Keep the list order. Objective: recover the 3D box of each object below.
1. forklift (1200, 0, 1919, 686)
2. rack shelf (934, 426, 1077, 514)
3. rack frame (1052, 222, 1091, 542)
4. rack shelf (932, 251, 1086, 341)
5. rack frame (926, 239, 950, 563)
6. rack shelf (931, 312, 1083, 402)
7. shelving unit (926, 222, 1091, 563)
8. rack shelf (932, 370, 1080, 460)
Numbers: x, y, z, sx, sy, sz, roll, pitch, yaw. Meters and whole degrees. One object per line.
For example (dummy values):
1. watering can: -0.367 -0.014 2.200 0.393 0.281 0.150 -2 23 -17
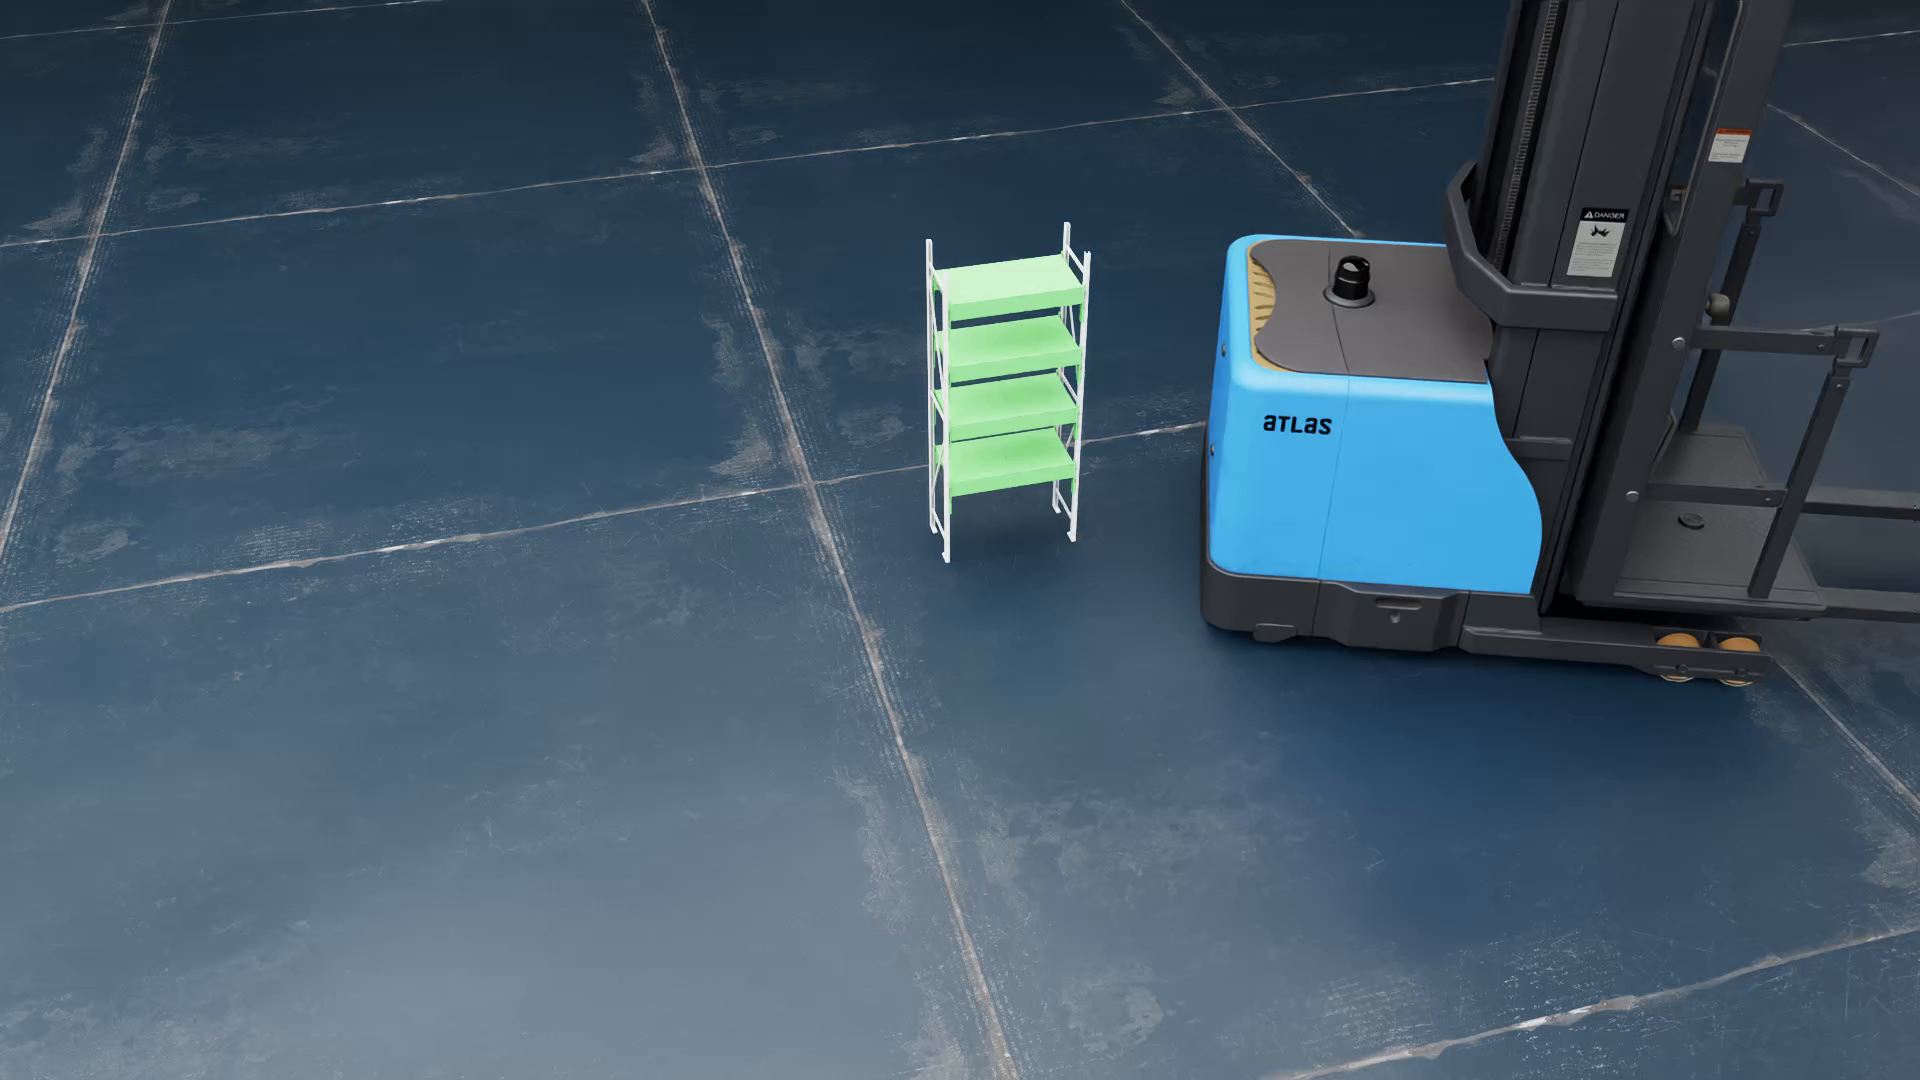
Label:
1. forklift: 2.393 -1.014 5.164 3.031 2.935 1.130 4 38 5
2. rack shelf: 0.160 -0.261 6.104 0.480 0.148 0.258 -9 38 -12
3. rack frame: 0.395 -0.541 5.970 0.015 1.200 0.240 -9 38 -12
4. rack shelf: 0.160 -0.833 5.667 0.480 0.148 0.258 -9 38 -12
5. rack frame: -0.076 -0.464 5.869 0.015 1.200 0.240 -9 38 -12
6. rack shelf: 0.160 -0.643 5.813 0.480 0.148 0.258 -9 38 -12
7. shelving unit: 0.160 -0.503 5.920 0.503 1.200 0.258 -9 38 -12
8. rack shelf: 0.160 -0.452 5.959 0.480 0.148 0.258 -9 38 -12
